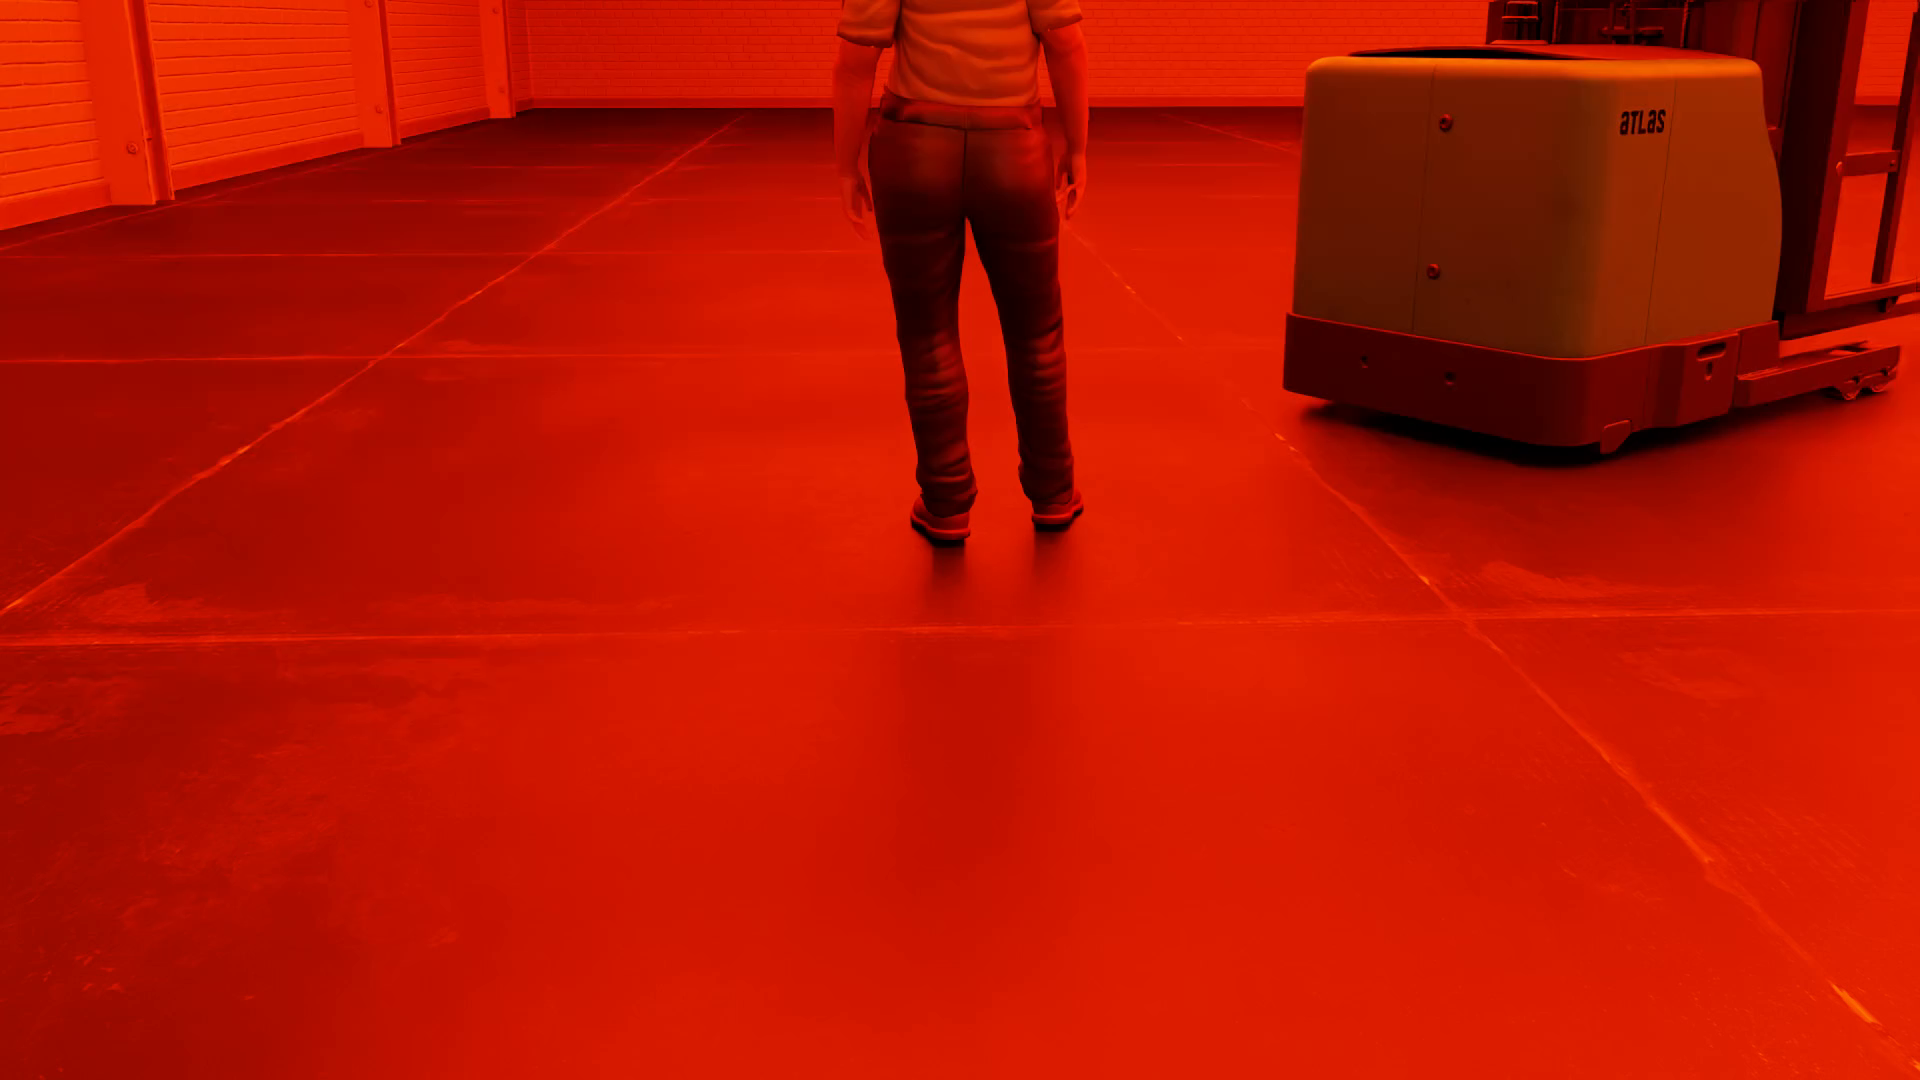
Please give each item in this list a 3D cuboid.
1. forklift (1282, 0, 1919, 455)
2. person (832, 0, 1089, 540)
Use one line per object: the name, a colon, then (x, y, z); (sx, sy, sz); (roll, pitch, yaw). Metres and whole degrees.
forklift: (2.492, -1.963, 5.323); (3.031, 2.935, 1.130); (-13, 21, -36)
person: (0.018, -0.821, 3.762); (0.598, 1.651, 0.502); (-1, 17, -3)
